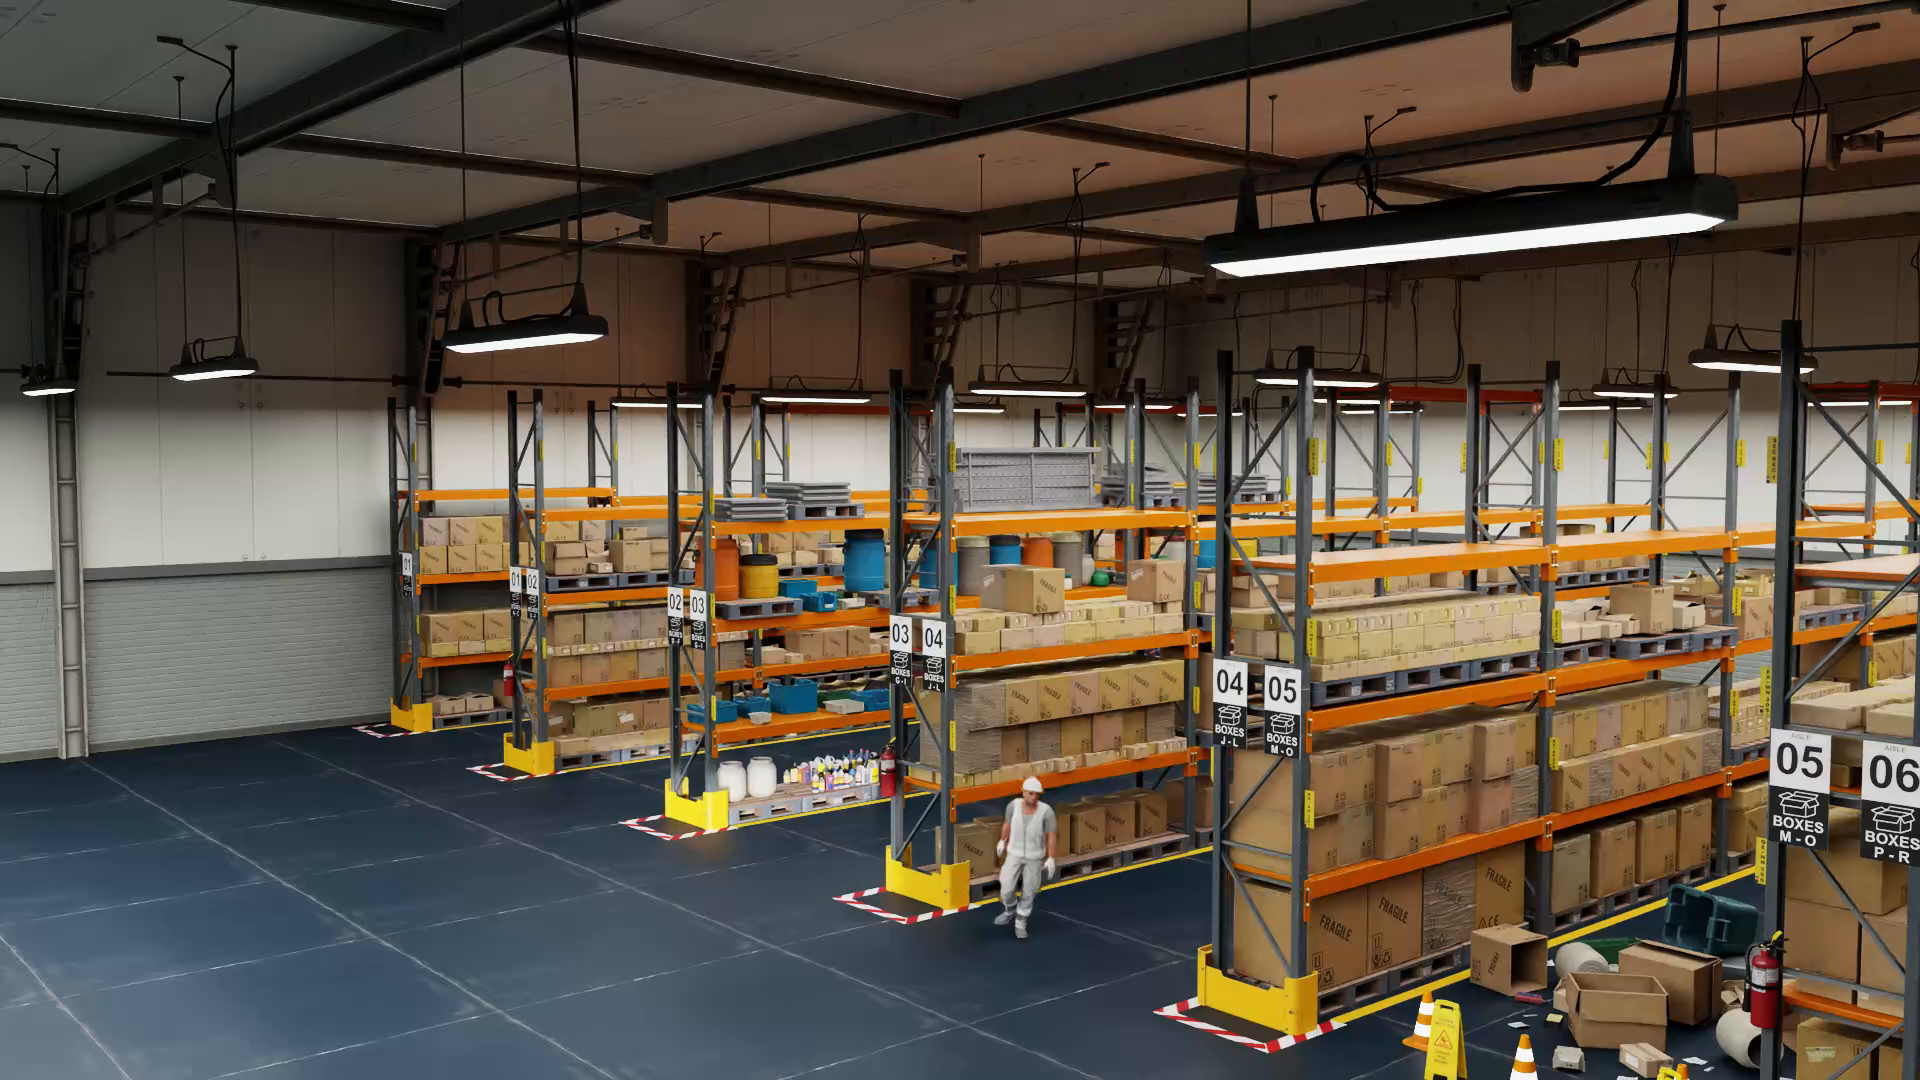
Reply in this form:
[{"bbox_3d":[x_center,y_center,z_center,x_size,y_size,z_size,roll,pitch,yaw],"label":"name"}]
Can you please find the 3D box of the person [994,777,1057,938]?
[{"bbox_3d":[0.676,3.288,17.260,0.677,1.737,0.618,0,3,7],"label":"person"}]
